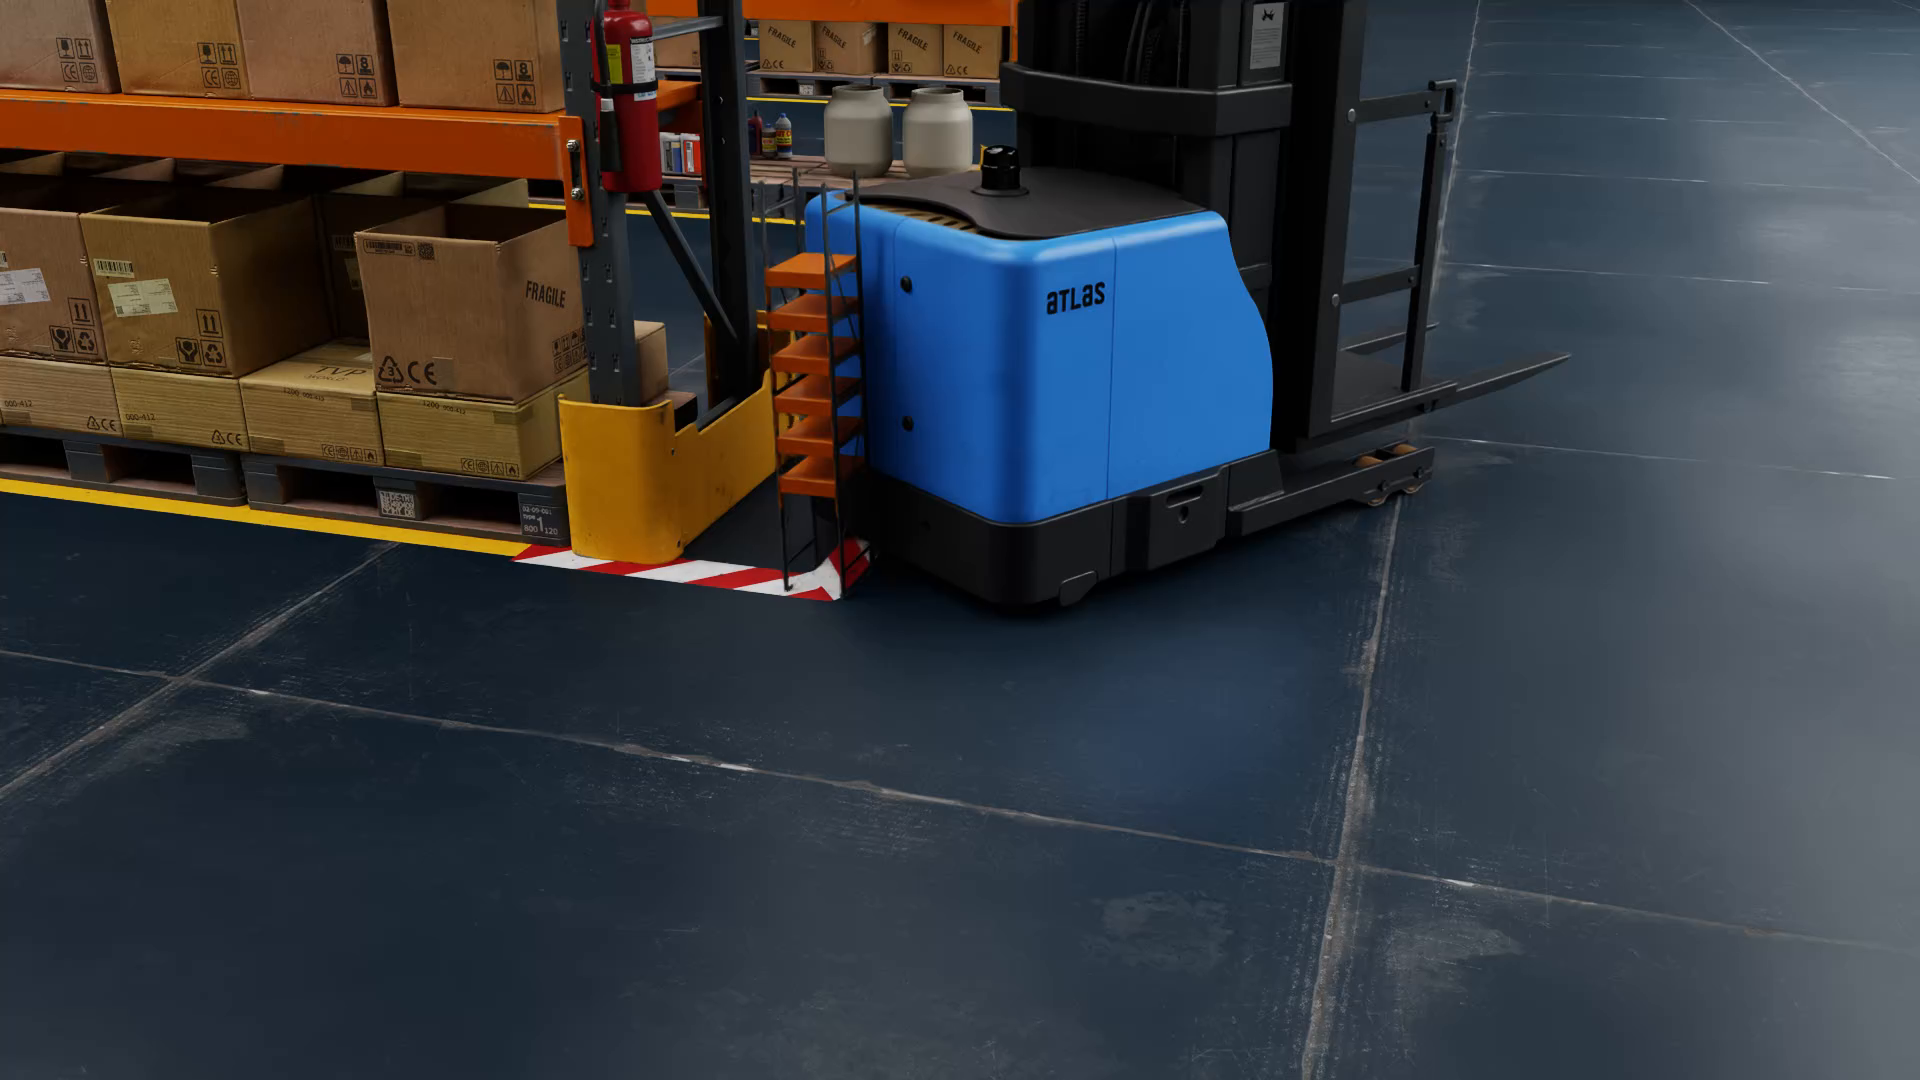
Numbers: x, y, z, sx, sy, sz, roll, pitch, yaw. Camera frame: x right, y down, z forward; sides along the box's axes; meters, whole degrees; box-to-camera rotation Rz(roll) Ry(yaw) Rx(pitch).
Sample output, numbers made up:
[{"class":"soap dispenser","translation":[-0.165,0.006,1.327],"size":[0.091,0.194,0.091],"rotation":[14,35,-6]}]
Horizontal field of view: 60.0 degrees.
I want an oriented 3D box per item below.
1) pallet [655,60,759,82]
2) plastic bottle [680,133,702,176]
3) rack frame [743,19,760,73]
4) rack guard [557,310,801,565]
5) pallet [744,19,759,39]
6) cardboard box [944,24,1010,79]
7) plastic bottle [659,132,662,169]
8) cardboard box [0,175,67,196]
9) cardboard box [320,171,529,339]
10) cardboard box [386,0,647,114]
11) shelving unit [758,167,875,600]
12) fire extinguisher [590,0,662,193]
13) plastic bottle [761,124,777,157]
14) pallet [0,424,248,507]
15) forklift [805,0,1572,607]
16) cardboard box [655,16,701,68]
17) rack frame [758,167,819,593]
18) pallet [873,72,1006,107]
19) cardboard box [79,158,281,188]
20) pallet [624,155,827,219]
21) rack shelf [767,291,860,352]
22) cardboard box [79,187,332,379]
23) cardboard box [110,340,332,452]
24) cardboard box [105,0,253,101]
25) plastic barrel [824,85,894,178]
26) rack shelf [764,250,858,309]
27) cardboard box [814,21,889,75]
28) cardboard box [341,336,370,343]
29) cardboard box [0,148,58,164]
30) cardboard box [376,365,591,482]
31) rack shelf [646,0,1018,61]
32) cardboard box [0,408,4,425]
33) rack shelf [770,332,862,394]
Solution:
[{"class":"pallet","translation":[-2.627,-4.370,15.646],"size":[1.213,0.211,1.003],"rotation":[7,23,16]},{"class":"plastic bottle","translation":[-1.601,-2.360,10.081],"size":[0.135,0.276,0.152],"rotation":[7,23,16]},{"class":"rack frame","translation":[-1.881,-5.575,14.910],"size":[0.127,3.000,1.000],"rotation":[7,23,16]},{"class":"rack guard","translation":[-0.894,-0.379,5.535],"size":[0.348,0.500,1.175],"rotation":[7,23,16]},{"class":"pallet","translation":[-2.284,-6.267,20.269],"size":[1.213,0.211,1.003],"rotation":[7,23,16]},{"class":"cardboard box","translation":[0.179,-4.378,14.731],"size":[0.500,0.500,0.500],"rotation":[9,24,20]},{"class":"plastic bottle","translation":[-1.893,-2.427,10.145],"size":[0.185,0.351,0.144],"rotation":[8,23,18]},{"class":"cardboard box","translation":[-3.435,-0.972,5.768],"size":[0.500,0.500,0.500],"rotation":[7,23,16]},{"class":"cardboard box","translation":[-1.845,-1.001,5.839],"size":[0.500,0.500,0.500],"rotation":[7,23,16]},{"class":"cardboard box","translation":[-1.360,-1.640,5.184],"size":[0.500,0.500,0.700],"rotation":[7,23,16]},{"class":"shelving unit","translation":[-0.400,-0.434,4.742],"size":[0.189,1.200,0.258],"rotation":[6,23,18]},{"class":"fire extinguisher","translation":[-0.938,-1.321,4.639],"size":[0.183,0.674,0.296],"rotation":[7,23,16]},{"class":"plastic bottle","translation":[-1.227,-2.570,10.689],"size":[0.097,0.201,0.097],"rotation":[0,22,0]},{"class":"pallet","translation":[-2.825,-0.451,6.091],"size":[1.213,0.211,1.003],"rotation":[7,23,15]},{"class":"forklift","translation":[0.984,-1.606,5.322],"size":[3.031,2.935,1.130],"rotation":[-17,28,-36]},{"class":"cardboard box","translation":[-2.463,-4.698,15.484],"size":[0.500,0.500,0.700],"rotation":[5,23,11]},{"class":"rack frame","translation":[-0.486,-0.444,4.771],"size":[0.006,1.200,0.240],"rotation":[6,23,18]},{"class":"pallet","translation":[-0.056,-4.092,14.966],"size":[1.213,0.211,1.003],"rotation":[7,23,16]},{"class":"cardboard box","translation":[-2.801,-1.112,6.111],"size":[0.500,0.500,0.500],"rotation":[7,23,16]},{"class":"pallet","translation":[-1.509,-2.264,10.511],"size":[1.213,0.211,1.003],"rotation":[7,23,16]},{"class":"rack shelf","translation":[-0.404,-0.616,4.669],"size":[0.180,0.103,0.258],"rotation":[6,23,18]},{"class":"cardboard box","translation":[-2.478,-0.862,5.501],"size":[0.500,0.500,0.500],"rotation":[7,23,16]},{"class":"cardboard box","translation":[-2.477,-0.516,5.646],"size":[0.500,0.250,0.500],"rotation":[7,23,16]},{"class":"cardboard box","translation":[-2.338,-1.753,5.458],"size":[0.500,0.500,0.700],"rotation":[7,23,16]},{"class":"plastic barrel","translation":[-0.615,-2.480,10.088],"size":[0.421,0.512,0.421],"rotation":[0,22,0]},{"class":"rack shelf","translation":[-0.406,-0.727,4.625],"size":[0.180,0.103,0.258],"rotation":[6,23,18]},{"class":"cardboard box","translation":[-0.959,-4.495,15.016],"size":[0.500,0.500,0.500],"rotation":[15,27,32]},{"class":"cardboard box","translation":[-1.846,-0.653,5.980],"size":[0.500,0.250,0.500],"rotation":[7,23,16]},{"class":"cardboard box","translation":[-3.764,-1.215,6.362],"size":[0.500,0.500,0.500],"rotation":[7,23,16]},{"class":"cardboard box","translation":[-1.516,-0.412,5.391],"size":[0.500,0.250,0.500],"rotation":[7,23,16]},{"class":"rack shelf","translation":[-1.397,-3.224,10.125],"size":[4.000,0.370,1.077],"rotation":[7,23,16]},{"class":"cardboard box","translation":[-3.436,-0.624,5.910],"size":[0.500,0.250,0.500],"rotation":[7,23,16]},{"class":"rack shelf","translation":[-0.401,-0.504,4.714],"size":[0.180,0.103,0.258],"rotation":[6,23,18]}]
